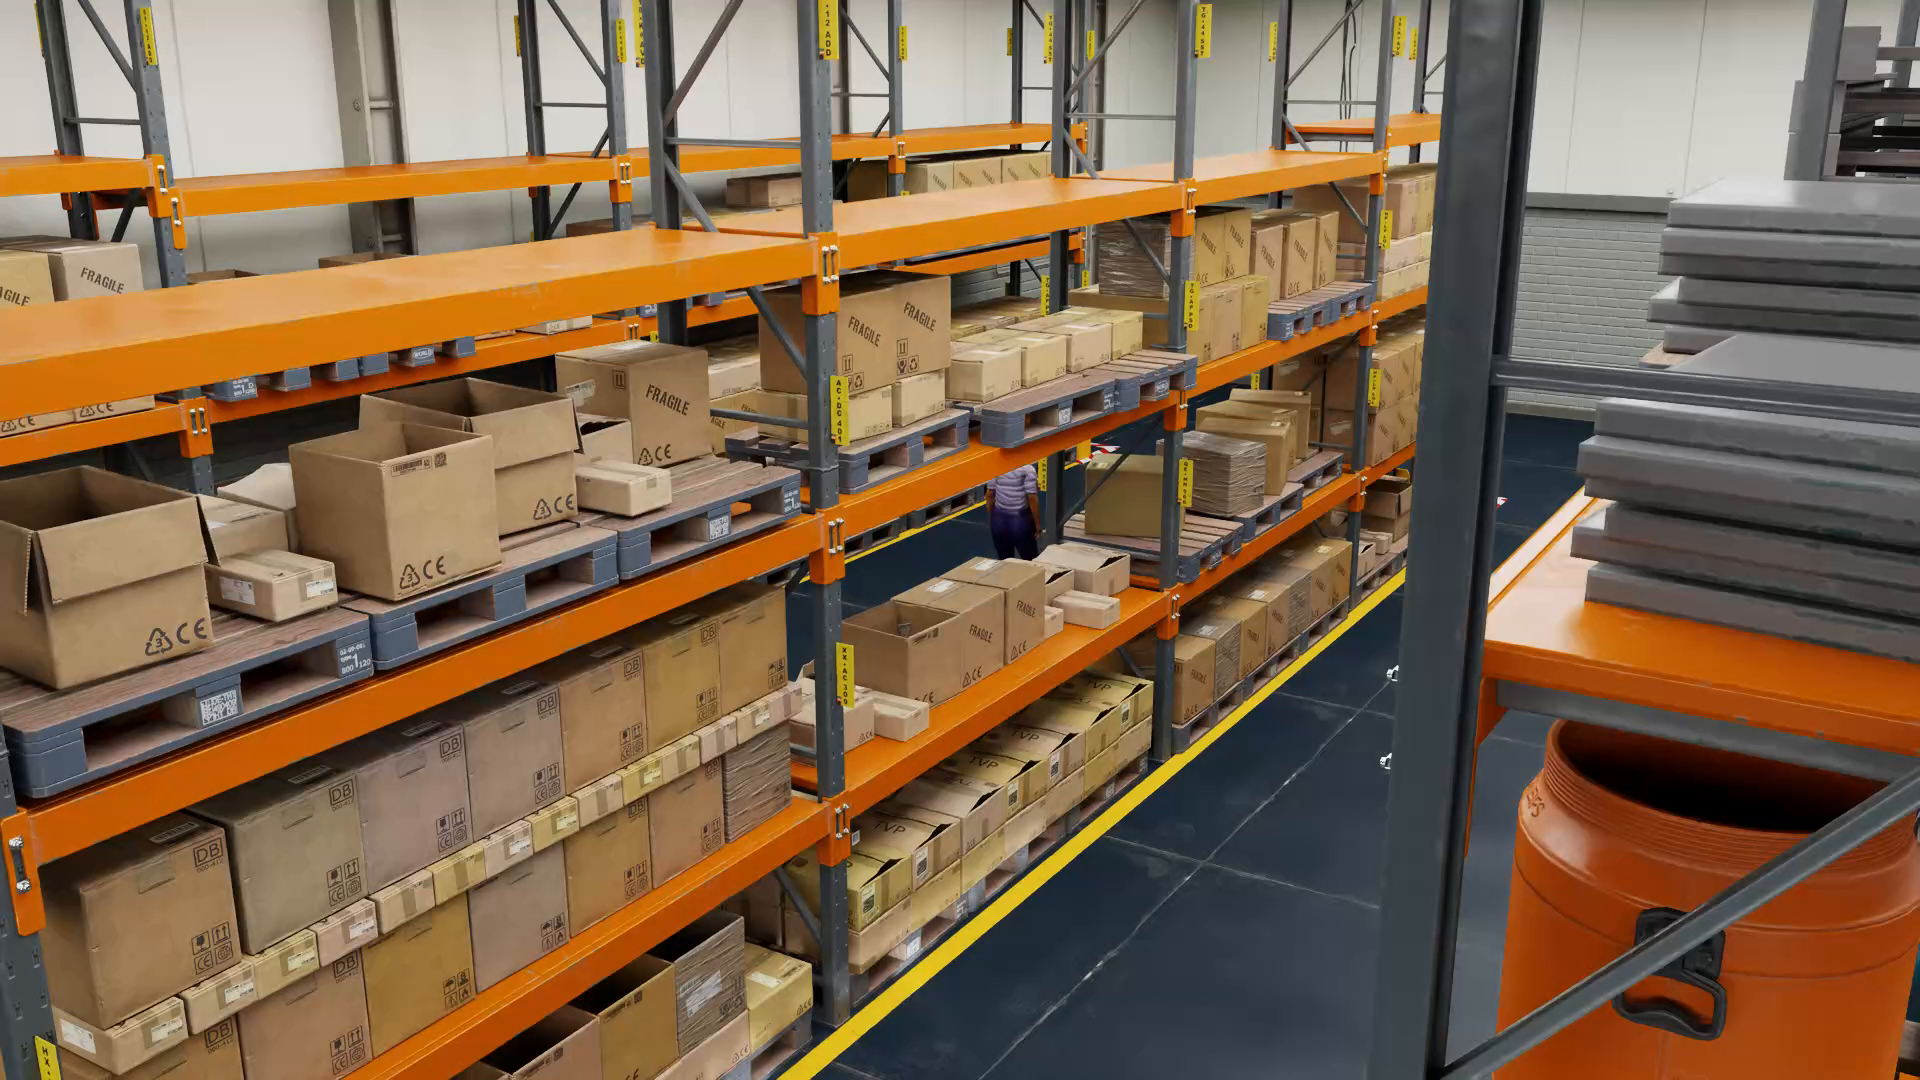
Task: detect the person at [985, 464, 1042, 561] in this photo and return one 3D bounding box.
[{"bbox_3d":[0.516,-0.147,15.054,0.548,1.651,0.425,9,18,27],"label":"person"}]
